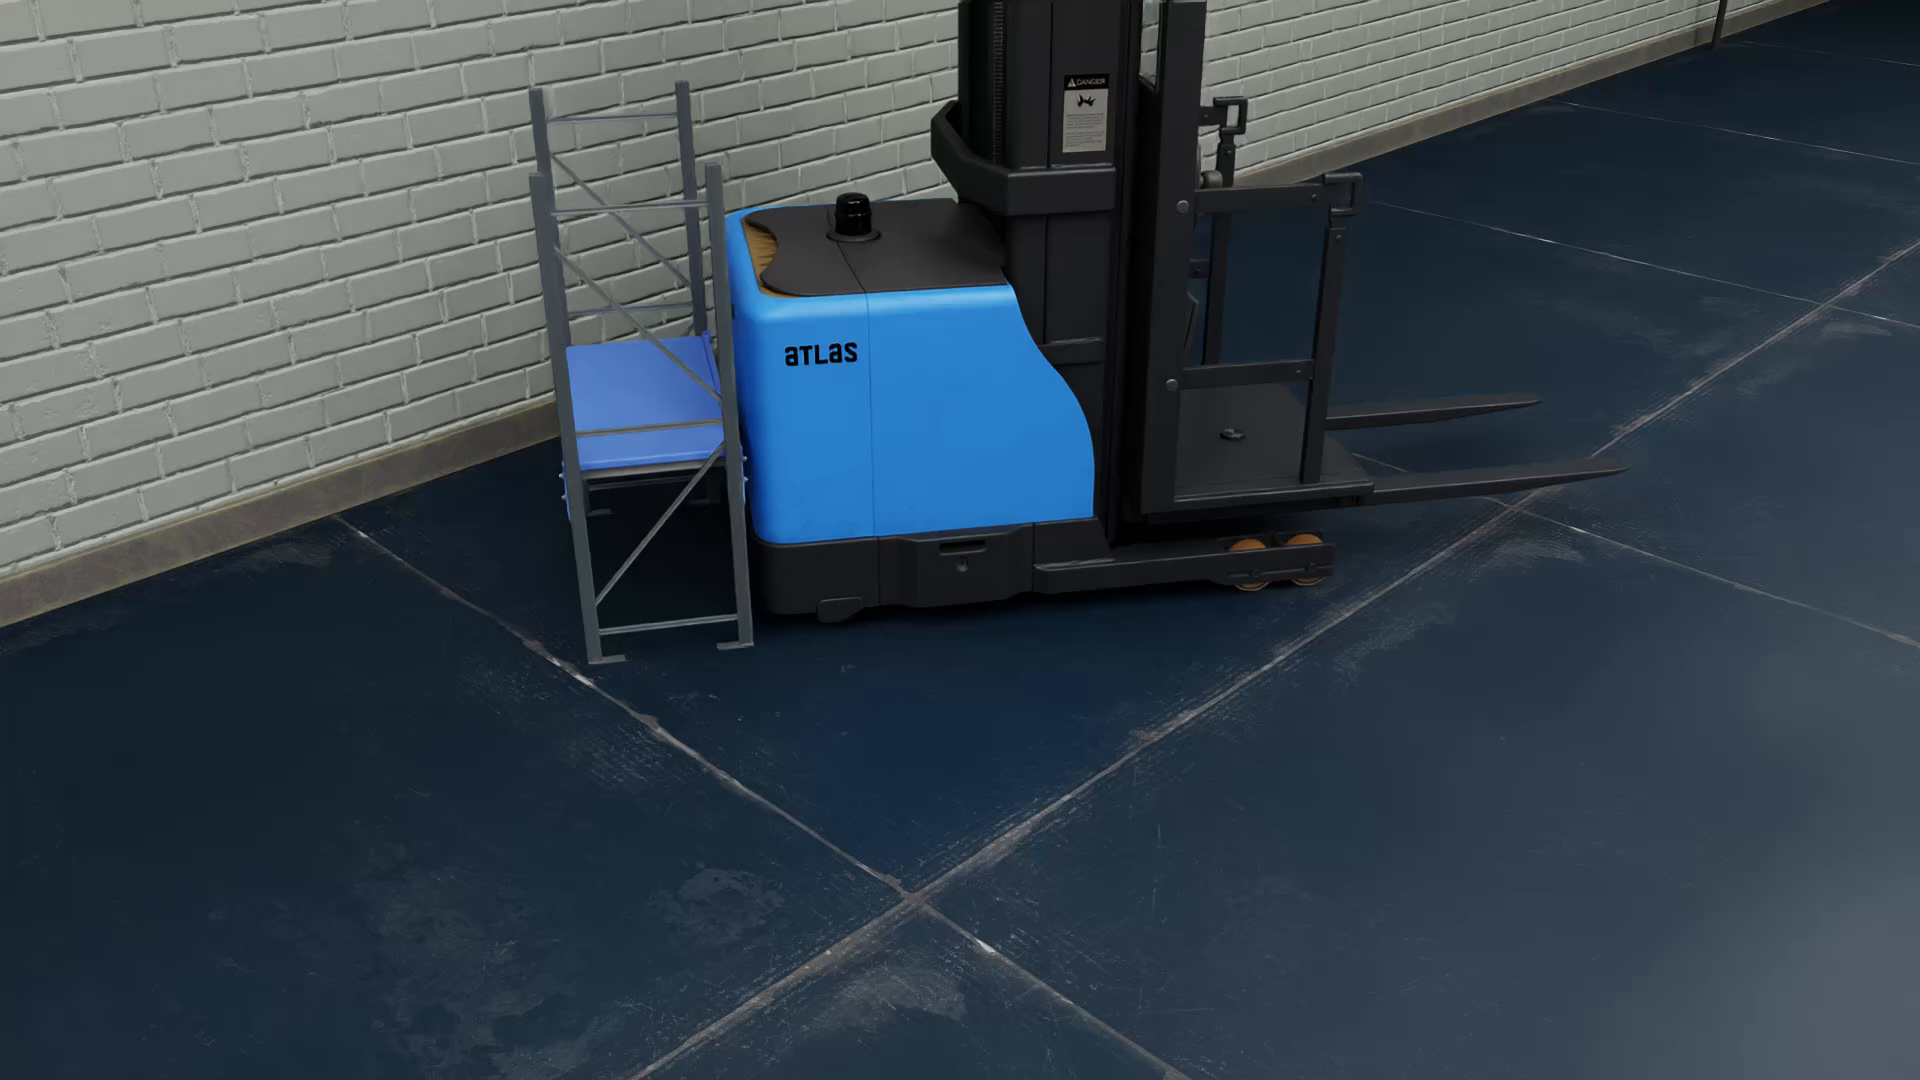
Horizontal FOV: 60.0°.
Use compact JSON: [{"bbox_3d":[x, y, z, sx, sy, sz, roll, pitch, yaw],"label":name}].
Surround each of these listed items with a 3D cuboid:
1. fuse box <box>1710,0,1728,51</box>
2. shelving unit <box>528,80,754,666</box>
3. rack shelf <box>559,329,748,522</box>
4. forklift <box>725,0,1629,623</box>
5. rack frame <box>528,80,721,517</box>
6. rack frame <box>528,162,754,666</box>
[{"bbox_3d":[5.972,-4.616,12.690,0.414,1.711,0.539,25,36,38],"label":"fuse box"},{"bbox_3d":[-0.997,-0.547,5.178,0.538,1.500,1.048,-6,28,-11],"label":"shelving unit"},{"bbox_3d":[-0.997,-0.387,5.261,0.538,0.185,1.000,-6,28,-11],"label":"rack shelf"},{"bbox_3d":[0.765,-1.366,5.199,3.031,2.935,1.130,-5,28,-10],"label":"forklift"},{"bbox_3d":[-1.111,-0.777,5.616,0.500,1.500,0.032,-6,28,-11],"label":"rack frame"},{"bbox_3d":[-0.882,-0.316,4.739,0.500,1.500,0.032,-6,28,-11],"label":"rack frame"}]
